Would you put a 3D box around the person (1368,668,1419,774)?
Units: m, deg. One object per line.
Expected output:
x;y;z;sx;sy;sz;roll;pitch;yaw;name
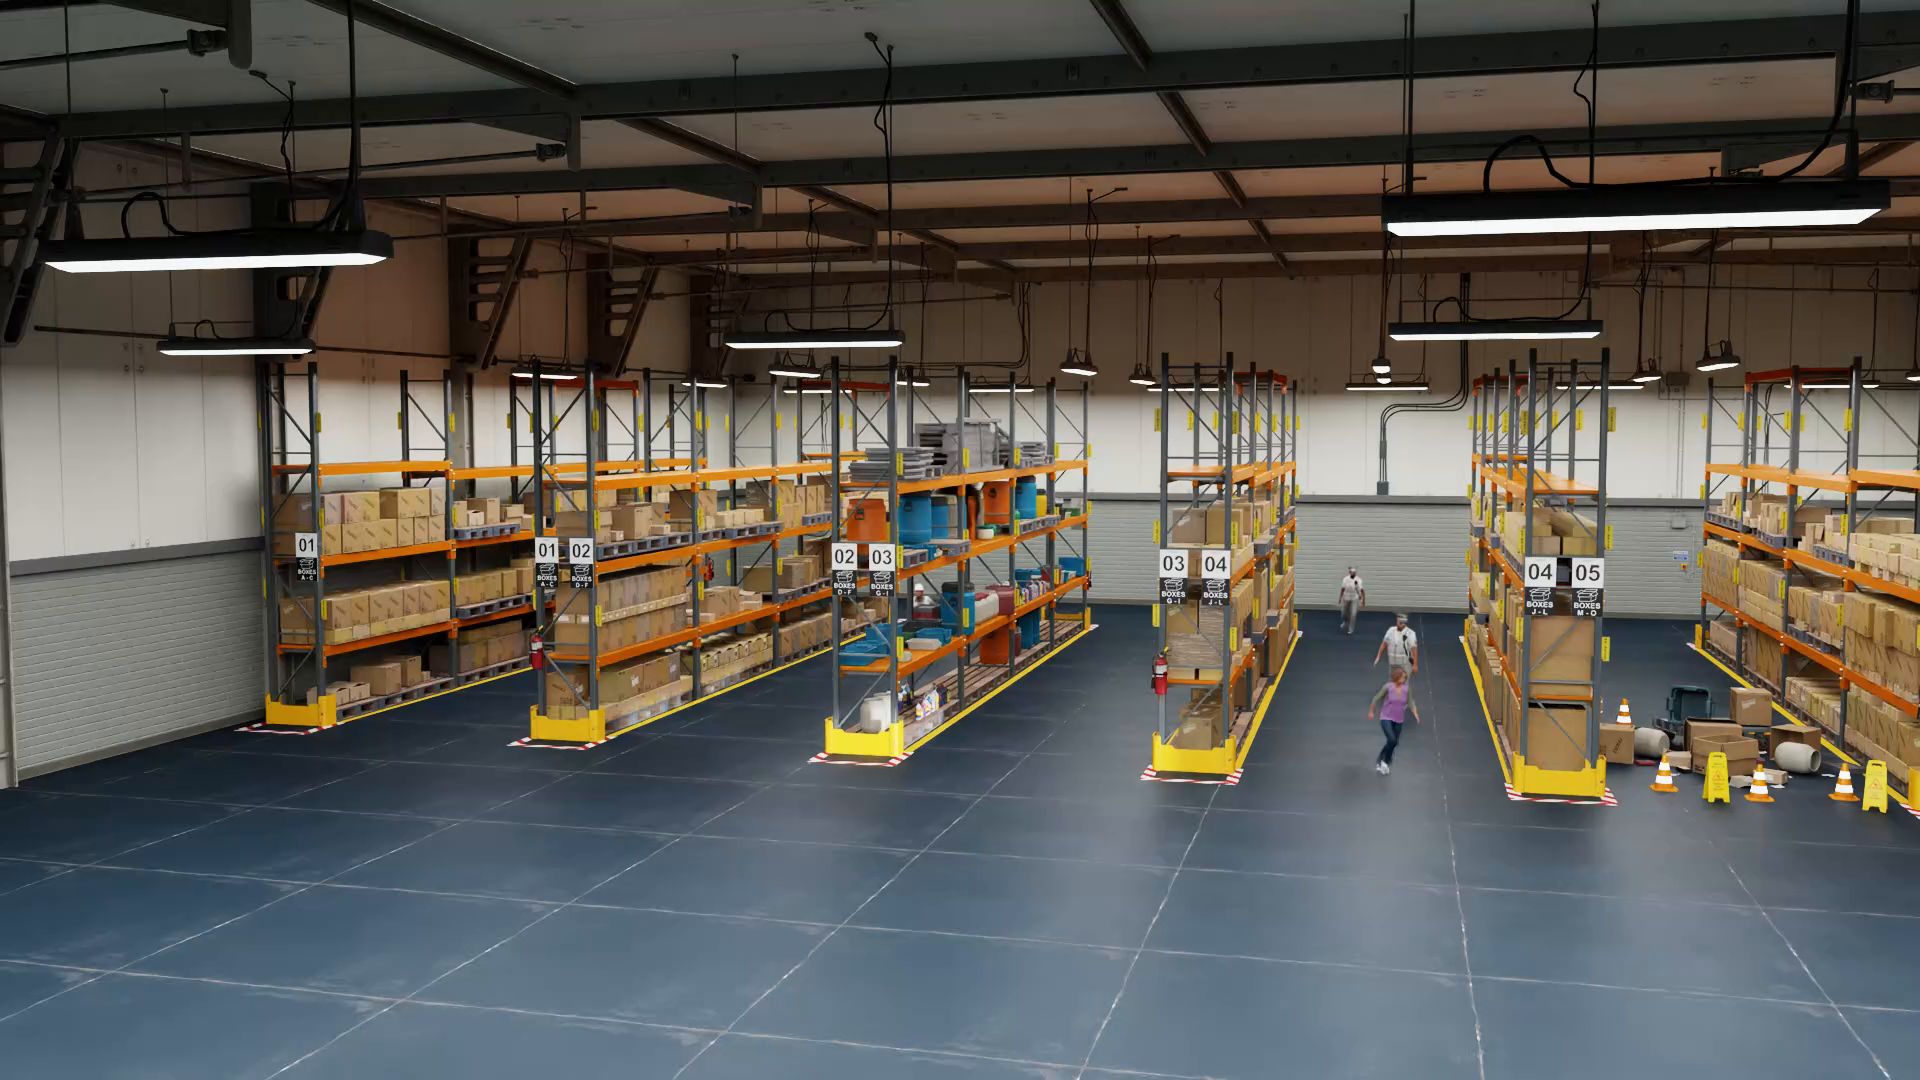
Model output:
6.151;2.565;23.511;0.519;1.536;0.777;-1;4;-16;person

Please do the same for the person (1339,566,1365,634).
9.355;1.407;39.600;0.628;1.626;0.682;1;4;19;person

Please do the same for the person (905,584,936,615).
-0.803;1.733;34.660;0.647;1.666;0.837;0;4;5;person

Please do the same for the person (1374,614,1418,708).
7.556;2.129;28.734;0.715;1.741;0.782;4;6;43;person
